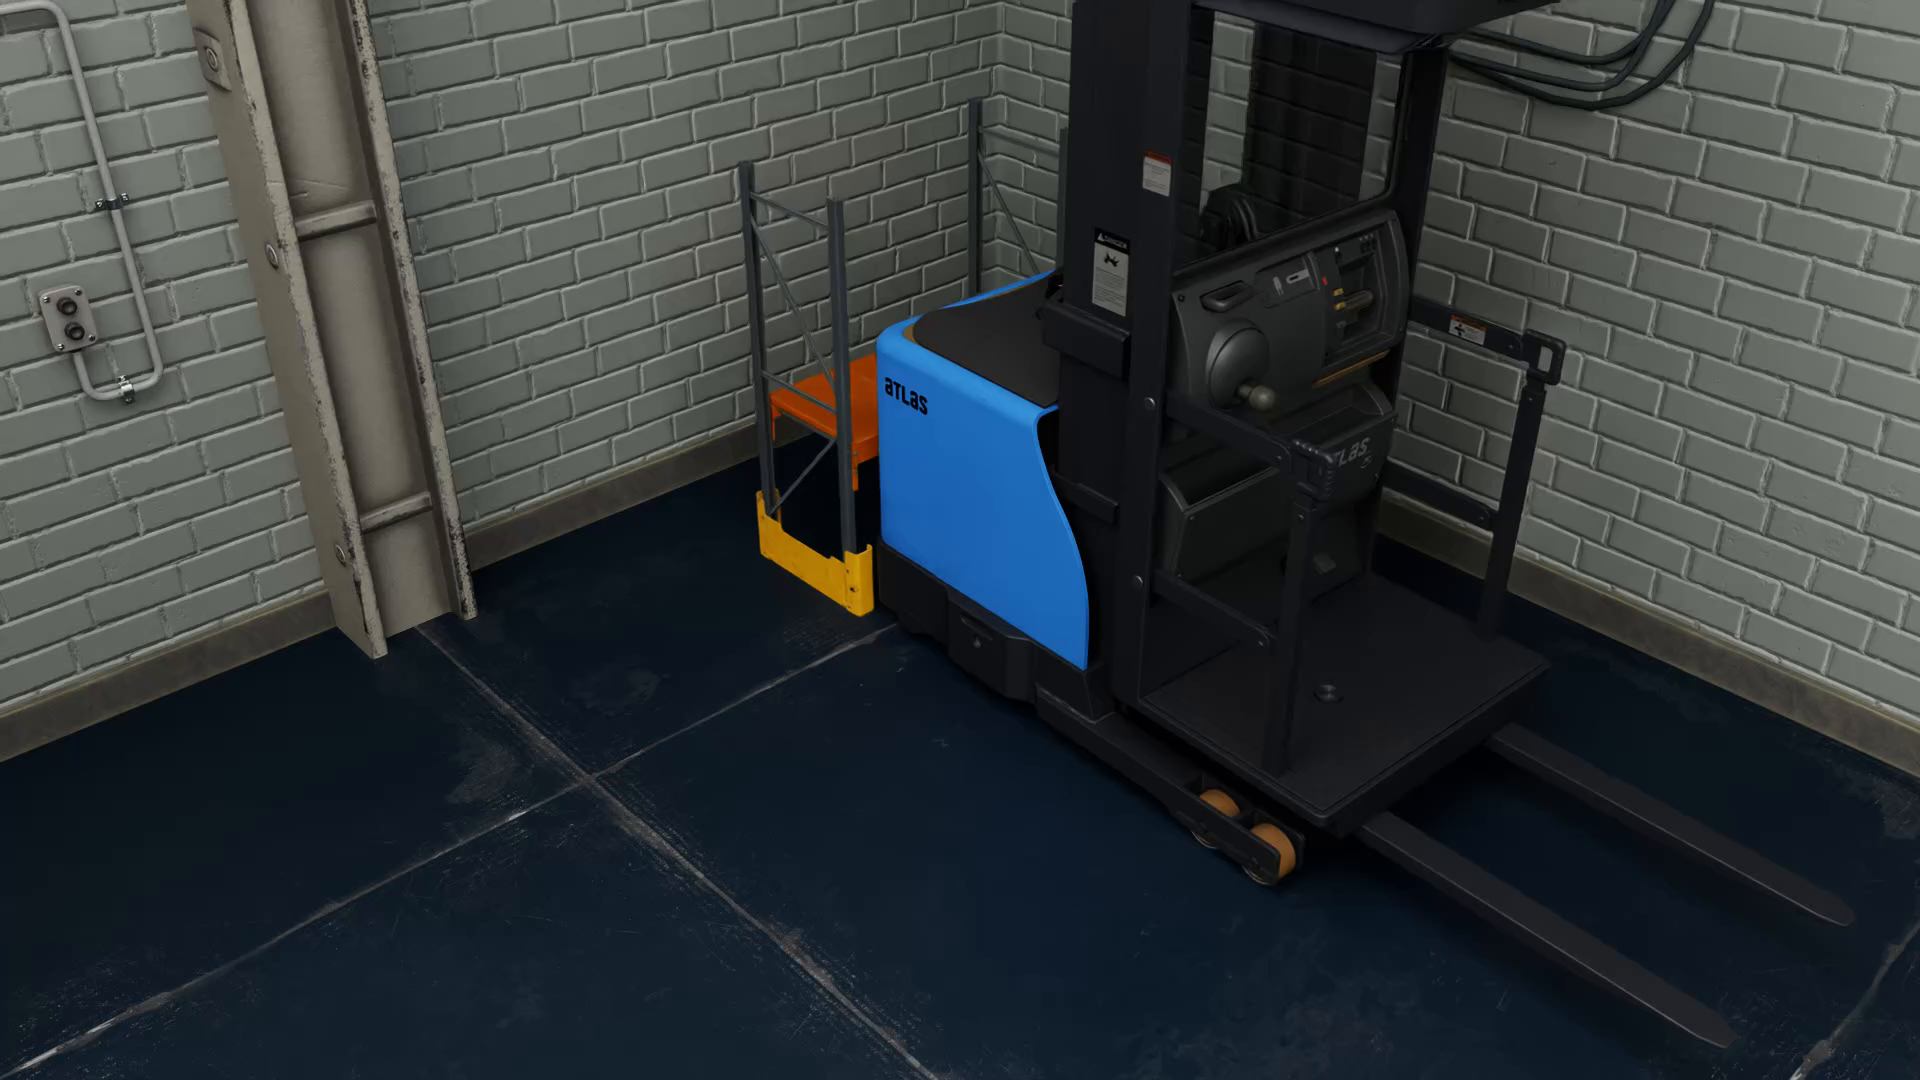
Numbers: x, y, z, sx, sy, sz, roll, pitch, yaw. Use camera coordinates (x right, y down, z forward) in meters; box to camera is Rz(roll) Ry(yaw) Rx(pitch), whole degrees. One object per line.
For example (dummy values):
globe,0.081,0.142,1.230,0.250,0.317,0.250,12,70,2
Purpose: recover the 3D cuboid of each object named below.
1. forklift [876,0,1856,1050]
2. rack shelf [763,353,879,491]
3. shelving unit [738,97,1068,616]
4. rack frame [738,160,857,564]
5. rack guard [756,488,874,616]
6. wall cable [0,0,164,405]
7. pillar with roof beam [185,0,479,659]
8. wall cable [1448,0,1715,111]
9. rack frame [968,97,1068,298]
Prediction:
forklift,1.055,-0.585,4.397,1.130,2.935,3.031,-24,39,-34
rack shelf,-0.162,-0.517,6.002,1.000,0.185,0.538,-26,40,-35
shelving unit,-0.156,-0.674,5.914,1.083,1.500,0.587,-26,40,-35
rack frame,-0.536,-0.491,5.615,0.032,1.500,0.500,-26,40,-35
rack guard,-0.522,0.036,5.952,0.087,0.250,0.587,-26,40,-35
wall cable,-3.029,-0.968,3.983,1.851,1.984,0.084,-26,40,-35
pillar with roof beam,0.994,-1.919,0.763,0.400,9.000,9.100,-26,40,-35
wall cable,1.066,-2.822,5.216,0.112,2.526,3.097,-26,40,-35
rack frame,0.212,-0.850,6.202,0.032,1.500,0.500,-26,40,-35
